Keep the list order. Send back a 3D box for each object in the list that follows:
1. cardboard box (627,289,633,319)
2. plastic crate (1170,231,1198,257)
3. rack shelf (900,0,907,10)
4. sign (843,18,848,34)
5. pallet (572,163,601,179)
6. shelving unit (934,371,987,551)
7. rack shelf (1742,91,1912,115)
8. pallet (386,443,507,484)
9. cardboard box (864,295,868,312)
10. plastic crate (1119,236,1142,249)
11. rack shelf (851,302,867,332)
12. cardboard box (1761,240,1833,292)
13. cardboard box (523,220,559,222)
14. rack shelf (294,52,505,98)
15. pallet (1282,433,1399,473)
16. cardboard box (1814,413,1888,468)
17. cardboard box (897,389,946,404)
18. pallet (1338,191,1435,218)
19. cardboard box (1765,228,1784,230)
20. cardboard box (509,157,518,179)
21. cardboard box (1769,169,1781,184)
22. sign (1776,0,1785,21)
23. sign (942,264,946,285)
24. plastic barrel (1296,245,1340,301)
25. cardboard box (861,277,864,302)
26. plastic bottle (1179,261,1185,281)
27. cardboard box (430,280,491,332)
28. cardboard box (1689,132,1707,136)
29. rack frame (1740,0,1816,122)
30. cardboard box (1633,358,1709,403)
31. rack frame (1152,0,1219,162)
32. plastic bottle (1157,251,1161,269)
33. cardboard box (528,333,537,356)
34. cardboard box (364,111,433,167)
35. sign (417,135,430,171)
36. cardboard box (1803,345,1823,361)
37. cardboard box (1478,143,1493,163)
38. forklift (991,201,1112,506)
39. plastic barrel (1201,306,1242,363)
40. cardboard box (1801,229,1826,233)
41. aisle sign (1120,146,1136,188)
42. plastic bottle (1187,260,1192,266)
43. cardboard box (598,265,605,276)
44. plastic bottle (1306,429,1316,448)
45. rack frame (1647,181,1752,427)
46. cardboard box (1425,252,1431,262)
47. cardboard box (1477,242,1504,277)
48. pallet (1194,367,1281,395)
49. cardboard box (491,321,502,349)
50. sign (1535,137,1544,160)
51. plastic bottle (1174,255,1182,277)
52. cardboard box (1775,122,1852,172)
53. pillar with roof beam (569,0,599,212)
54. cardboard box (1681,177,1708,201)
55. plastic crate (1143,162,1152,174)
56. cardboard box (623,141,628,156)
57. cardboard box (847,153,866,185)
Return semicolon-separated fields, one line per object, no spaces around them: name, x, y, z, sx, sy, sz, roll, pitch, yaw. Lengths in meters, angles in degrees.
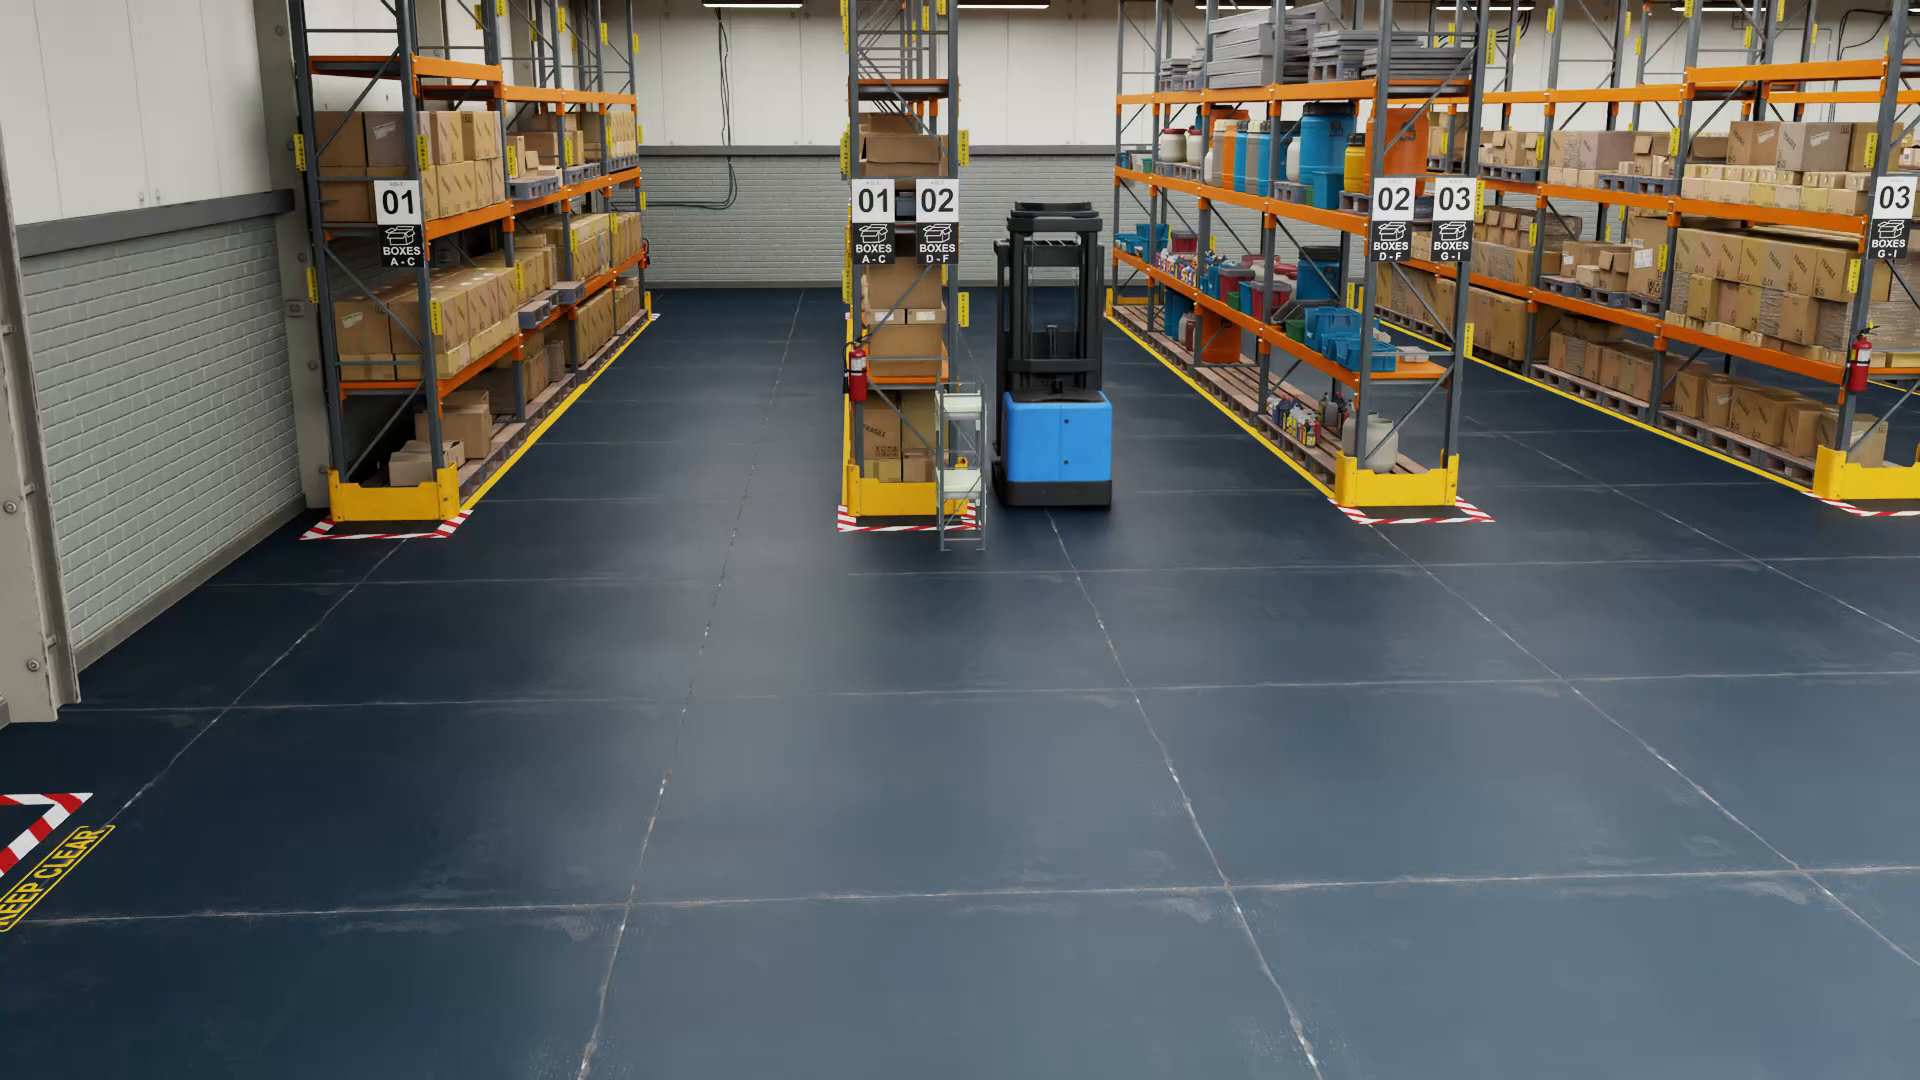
cardboard box;-6.251;-4.213;29.777;0.700;0.500;0.500;-1;14;-5
plastic crate;3.874;-5.086;28.749;0.402;0.464;0.583;-1;14;-3
rack shelf;-1.389;-9.388;28.454;1.077;0.370;4.000;-1;14;-3
sign;-1.559;-7.115;22.811;0.100;0.325;0.005;-1;14;-3
pallet;-6.103;-5.780;26.059;0.805;0.209;1.217;-1;15;-6
shelving unit;0.000;-0.725;15.057;0.431;1.500;0.755;-1;14;-3
rack shelf;13.703;-6.794;25.842;1.077;0.370;4.000;-1;14;-3
pallet;-5.558;-0.837;18.078;1.003;0.211;1.213;-1;14;-3
cardboard box;-0.800;-2.451;17.255;0.380;0.149;0.250;0;14;-2
plastic crate;3.158;-5.513;30.871;0.416;0.233;0.300;-1;14;-3
rack shelf;-0.894;-2.884;21.883;1.077;0.370;4.000;-1;14;-3
cardboard box;9.020;-2.951;17.893;0.500;0.500;0.500;-1;14;-3
cardboard box;-6.338;-4.710;25.192;0.500;0.250;0.500;-1;14;-5
rack shelf;-5.590;-4.716;16.968;1.077;0.370;4.000;-1;14;-3
pallet;4.253;-0.988;18.667;1.003;0.211;1.213;-1;14;-3
cardboard box;9.343;-1.041;17.448;0.500;0.500;0.500;2;15;7
cardboard box;-0.410;-1.360;17.688;0.500;0.500;0.500;-1;14;-3
pallet;4.468;-3.384;16.743;1.003;0.211;1.213;-1;14;-3
cardboard box;13.194;-4.998;27.121;0.380;0.149;0.250;-1;14;-4
cardboard box;-5.706;-4.561;20.273;0.500;0.311;0.500;0;14;-2
cardboard box;8.993;-3.922;17.955;0.380;0.149;0.250;-2;15;-6
sign;9.660;-6.287;19.592;0.100;0.325;0.005;-1;14;-3
sign;-0.216;-3.202;19.777;0.100;0.325;0.005;-1;14;-3
plastic barrel;4.453;-3.154;20.483;0.600;0.901;0.708;-1;14;-3
cardboard box;-1.156;-3.461;22.861;0.500;0.311;0.500;-1;14;-4
plastic bottle;3.405;-4.127;25.505;0.061;0.283;0.133;-1;14;-3
cardboard box;-5.286;-2.466;17.571;0.500;0.500;0.500;0;14;-2
cardboard box;13.144;-7.201;29.695;0.380;0.149;0.250;-1;14;-4
rack frame;13.579;-7.833;27.636;1.000;3.000;0.127;-1;14;-3
cardboard box;9.101;-2.043;21.302;0.700;0.500;0.500;-2;15;-8
rack frame;3.679;-7.705;27.139;1.000;3.000;0.127;-1;14;-3
plastic bottle;3.284;-4.613;27.392;0.061;0.283;0.133;-1;14;-3
cardboard box;-5.855;-2.569;21.844;0.500;0.250;0.500;-1;14;-4
cardboard box;-5.248;-3.757;15.566;0.500;0.500;0.500;-2;15;-7
sign;-4.924;-3.547;15.243;0.100;0.325;0.005;-1;14;-3
cardboard box;9.060;-1.962;17.359;0.380;0.149;0.250;-1;14;-3
cardboard box;8.600;-6.215;26.703;0.500;0.311;0.500;-1;14;-5
forklift;0.914;-2.063;17.387;1.130;2.935;3.031;-1;14;-2
plastic barrel;3.879;-3.079;24.710;0.600;0.830;0.708;-1;14;-3
cardboard box;13.858;-4.943;26.911;0.380;0.149;0.250;-1;14;-5
aisle sign;3.130;-7.067;31.481;0.394;0.787;0.004;-1;14;-3
plastic bottle;3.537;-4.175;25.692;0.061;0.283;0.133;-1;14;-3
cardboard box;-5.821;-4.263;26.263;0.380;0.149;0.250;-1;14;-3
plastic bottle;3.871;-1.124;18.330;0.097;0.201;0.097;0;14;0
rack frame;9.118;-2.887;20.451;1.000;3.000;0.127;-1;14;-3
cardboard box;8.260;-4.890;28.739;0.380;0.149;0.250;-1;14;-2
cardboard box;8.501;-4.429;26.243;0.500;0.500;0.500;-1;14;-2
pallet;3.936;-2.262;23.616;1.003;0.211;1.213;-1;14;-3
cardboard box;-5.313;-2.233;18.168;0.500;0.250;0.500;-1;14;-4
sign;8.315;-5.617;23.844;0.100;0.325;0.005;-1;14;-3
plastic bottle;3.417;-4.279;25.960;0.144;0.351;0.185;-1;14;-3
cardboard box;9.017;-4.161;17.582;0.500;0.500;0.500;-1;14;-3
pillar with roof beam;-3.191;-9.272;33.227;9.100;9.000;0.400;-1;14;-3
cardboard box;8.890;-4.151;19.645;0.500;0.250;0.500;-1;15;-6
plastic crate;3.351;-6.251;27.930;0.450;0.188;0.662;-1;14;-3
cardboard box;-6.077;-6.837;29.041;0.500;0.250;0.500;-1;14;-5
cardboard box;-0.891;-3.841;17.196;0.500;0.311;0.500;1;14;3
